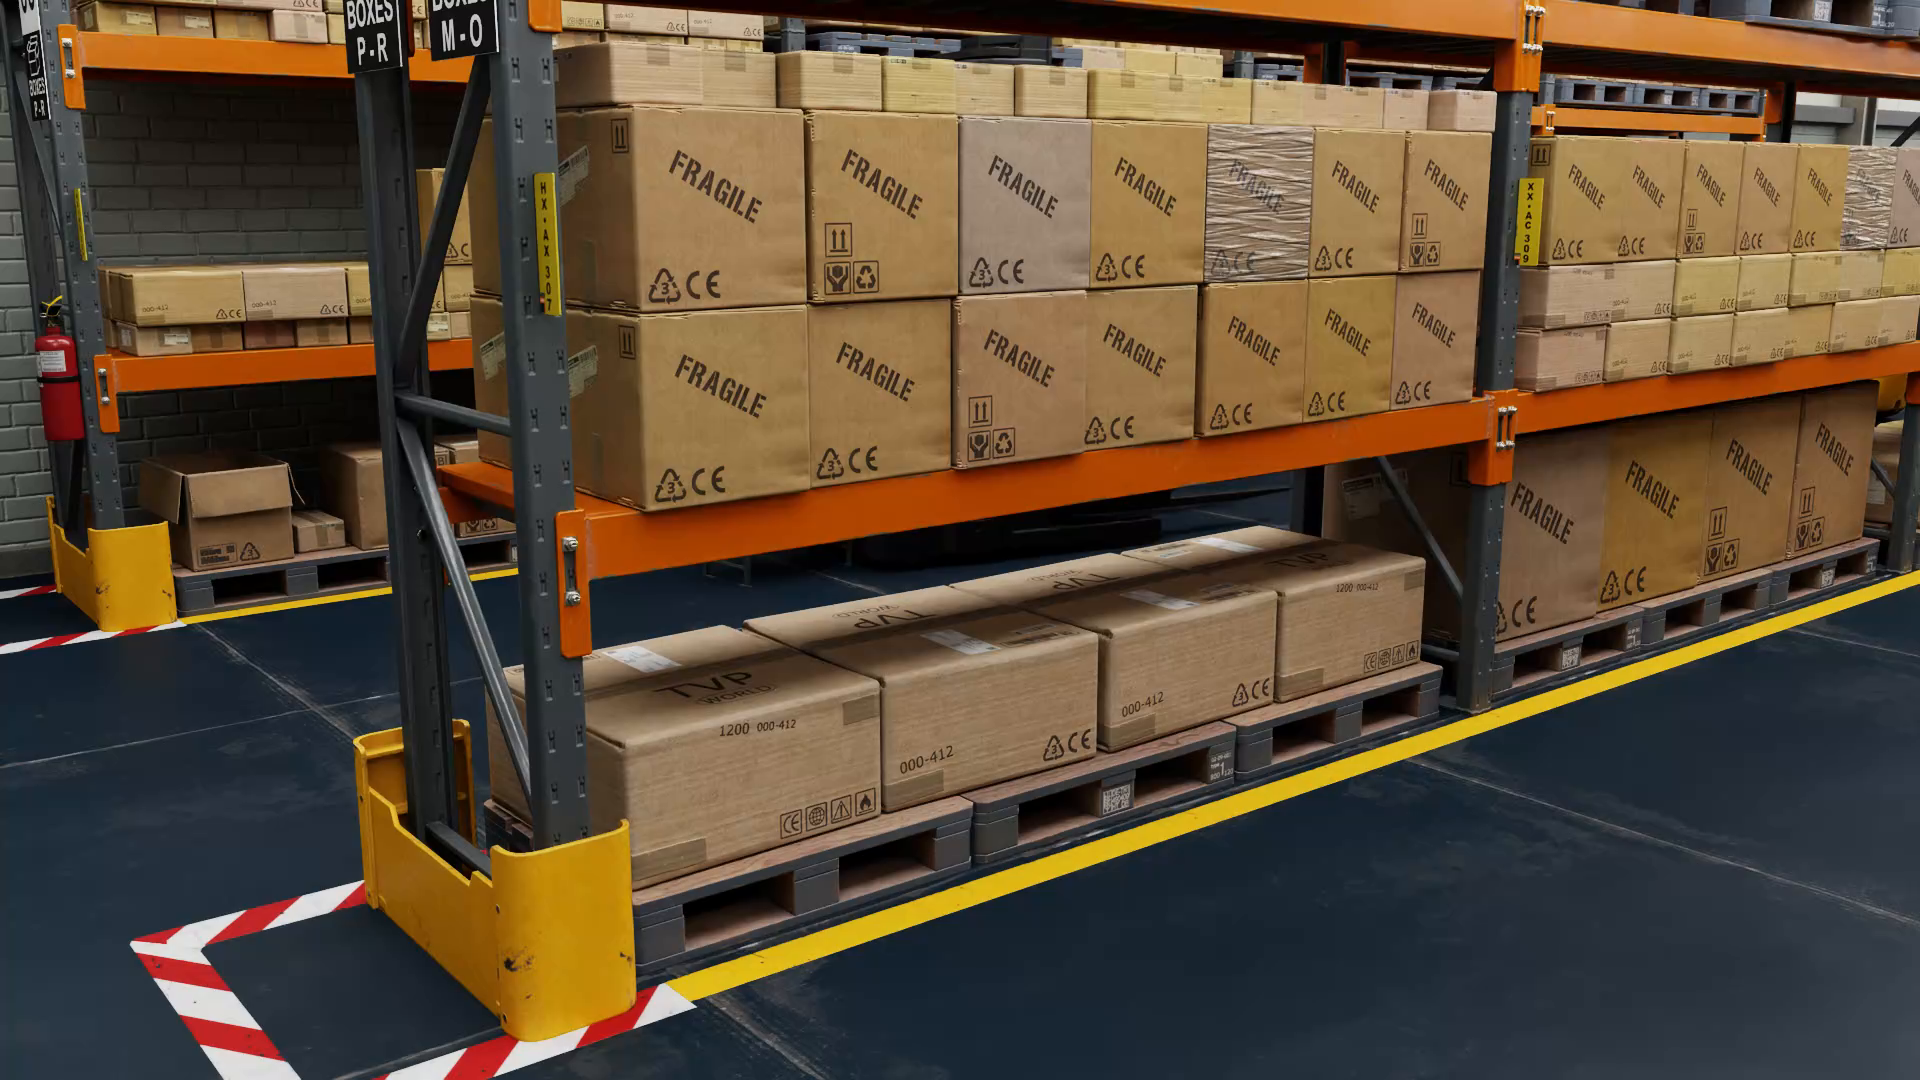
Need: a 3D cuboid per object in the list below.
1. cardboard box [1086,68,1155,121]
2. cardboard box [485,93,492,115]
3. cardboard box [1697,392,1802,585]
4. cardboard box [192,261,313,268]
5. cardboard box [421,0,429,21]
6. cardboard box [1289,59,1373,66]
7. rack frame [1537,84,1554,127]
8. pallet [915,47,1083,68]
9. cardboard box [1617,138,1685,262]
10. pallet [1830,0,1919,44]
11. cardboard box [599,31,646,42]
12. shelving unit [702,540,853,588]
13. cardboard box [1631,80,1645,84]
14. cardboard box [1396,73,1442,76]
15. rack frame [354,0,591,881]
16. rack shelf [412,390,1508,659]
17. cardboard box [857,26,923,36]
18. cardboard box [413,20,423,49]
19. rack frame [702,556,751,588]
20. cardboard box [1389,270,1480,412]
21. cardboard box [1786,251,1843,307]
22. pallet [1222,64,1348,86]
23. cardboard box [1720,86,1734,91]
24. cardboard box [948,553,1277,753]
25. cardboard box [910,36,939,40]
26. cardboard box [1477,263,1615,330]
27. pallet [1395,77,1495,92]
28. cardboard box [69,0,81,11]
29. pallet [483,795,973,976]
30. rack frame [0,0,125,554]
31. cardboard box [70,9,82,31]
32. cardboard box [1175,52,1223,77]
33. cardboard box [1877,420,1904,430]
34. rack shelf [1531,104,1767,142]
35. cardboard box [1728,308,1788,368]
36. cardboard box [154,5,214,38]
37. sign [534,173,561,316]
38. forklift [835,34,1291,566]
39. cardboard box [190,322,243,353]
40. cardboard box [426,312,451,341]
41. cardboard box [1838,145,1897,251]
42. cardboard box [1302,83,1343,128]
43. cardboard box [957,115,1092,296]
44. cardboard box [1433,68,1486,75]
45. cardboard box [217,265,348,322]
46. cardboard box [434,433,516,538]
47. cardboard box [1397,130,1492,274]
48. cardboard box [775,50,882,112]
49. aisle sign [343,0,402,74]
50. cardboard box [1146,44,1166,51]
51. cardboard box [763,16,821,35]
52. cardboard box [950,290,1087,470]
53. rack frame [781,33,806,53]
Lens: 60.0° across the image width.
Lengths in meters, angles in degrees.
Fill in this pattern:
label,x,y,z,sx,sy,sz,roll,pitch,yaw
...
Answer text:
label,x,y,z,sx,sy,sz,roll,pitch,yaw
cardboard box,0.382,-1.370,5.149,0.250,0.149,0.380,-10,16,-39
cardboard box,-1.150,-1.253,4.600,0.250,0.149,0.380,-9,15,-37
cardboard box,3.651,-0.332,8.575,0.875,0.875,0.875,-9,15,-37
cardboard box,-3.812,-1.365,8.981,0.500,0.250,0.500,-9,15,-37
cardboard box,-2.711,-2.881,8.898,0.500,0.250,0.500,-10,15,-39
cardboard box,2.887,-4.068,13.353,0.500,0.500,0.700,-10,15,-39
rack frame,4.961,-2.681,15.532,0.127,3.000,1.000,-9,15,-38
pallet,0.075,-3.226,11.332,1.003,0.211,1.213,-9,15,-38
cardboard box,2.721,-1.457,7.121,0.500,0.500,0.500,-10,15,-38
pallet,4.472,-2.640,8.572,1.003,0.211,1.213,-9,15,-35
cardboard box,-1.985,-2.797,9.461,0.250,0.149,0.380,-10,15,-38
shelving unit,-1.014,-0.560,9.155,0.431,1.500,0.755,12,17,43
cardboard box,6.310,-4.480,15.855,0.258,0.266,0.396,-10,15,-39
cardboard box,4.055,-4.149,14.579,0.250,0.149,0.380,-9,15,-38
rack frame,-1.305,-0.319,4.410,0.127,3.000,1.000,-9,15,-38
rack shelf,0.256,-0.227,5.706,4.000,0.370,1.077,-9,15,-38
cardboard box,-0.444,-3.292,10.544,0.250,0.149,0.380,-9,15,-37
cardboard box,-3.002,-2.633,8.692,0.250,0.149,0.380,-10,15,-38
rack frame,-1.271,-0.506,8.900,0.400,1.500,0.023,12,17,43
cardboard box,1.616,-0.785,6.365,0.500,0.500,0.500,-9,15,-37
cardboard box,3.937,-1.287,8.127,0.500,0.250,0.500,-10,16,-39
pallet,2.312,-3.639,13.278,1.003,0.211,1.213,-9,15,-35
cardboard box,7.627,-4.642,16.898,0.250,0.149,0.380,-10,16,-39
cardboard box,0.562,0.390,6.227,0.875,0.438,0.875,-10,16,-39
cardboard box,-0.317,-3.436,11.218,0.250,0.149,0.380,-10,16,-39
cardboard box,2.338,-1.021,6.871,0.500,0.250,0.500,-10,16,-39
pallet,4.281,-3.938,14.691,1.217,0.209,0.805,-10,16,-40
cardboard box,-4.232,-2.765,8.351,0.500,0.250,0.500,-10,15,-39
pallet,-0.730,0.929,5.248,1.213,0.211,1.003,-9,15,-38
rack frame,-4.409,-1.124,8.199,0.127,3.000,1.000,-9,15,-38
cardboard box,-4.304,-2.547,8.285,0.250,0.149,0.380,-9,15,-36
cardboard box,1.589,-3.450,12.292,0.500,0.250,0.500,-10,16,-40
cardboard box,6.556,-0.543,10.781,0.625,0.372,0.950,-9,15,-36
rack shelf,6.523,-4.056,16.517,4.000,0.370,1.077,-9,15,-38
cardboard box,3.536,-0.974,7.854,0.500,0.250,0.500,-10,15,-39
cardboard box,-3.827,-2.510,8.111,0.250,0.149,0.380,-9,15,-37
sign,-0.963,-0.690,3.884,0.005,0.325,0.100,-9,15,-38
forklift,0.646,-1.478,10.035,3.031,2.935,1.130,-6,13,-25
cardboard box,-3.811,-1.039,8.407,0.250,0.149,0.380,-9,15,-36
cardboard box,-2.944,-1.158,8.965,0.250,0.149,0.380,-10,16,-39
cardboard box,4.306,-1.718,8.348,0.500,0.500,0.500,-9,15,-37
cardboard box,1.115,-1.519,5.849,0.250,0.149,0.380,-10,15,-38
cardboard box,0.044,-1.009,5.013,0.500,0.500,0.500,-10,15,-38
cardboard box,4.292,-4.087,14.288,0.250,0.149,0.380,-9,15,-38
cardboard box,-3.493,-1.276,8.563,0.500,0.250,0.500,-9,15,-37
cardboard box,-2.705,-0.327,9.455,0.500,0.500,0.500,-9,15,-37
cardboard box,1.622,-1.270,6.240,0.500,0.500,0.500,-10,15,-38
cardboard box,-0.420,-1.236,4.519,0.250,0.149,0.380,-9,15,-36
aisle sign,-1.555,-1.632,4.332,0.004,0.787,0.394,-9,15,-38
cardboard box,1.276,-3.605,12.065,0.250,0.149,0.380,-9,15,-36
cardboard box,-1.092,-3.292,10.542,0.250,0.149,0.380,-9,15,-38
cardboard box,0.035,-0.517,5.101,0.500,0.500,0.500,-10,15,-38
rack frame,-1.286,-1.643,10.643,0.127,3.000,1.000,-9,15,-38
